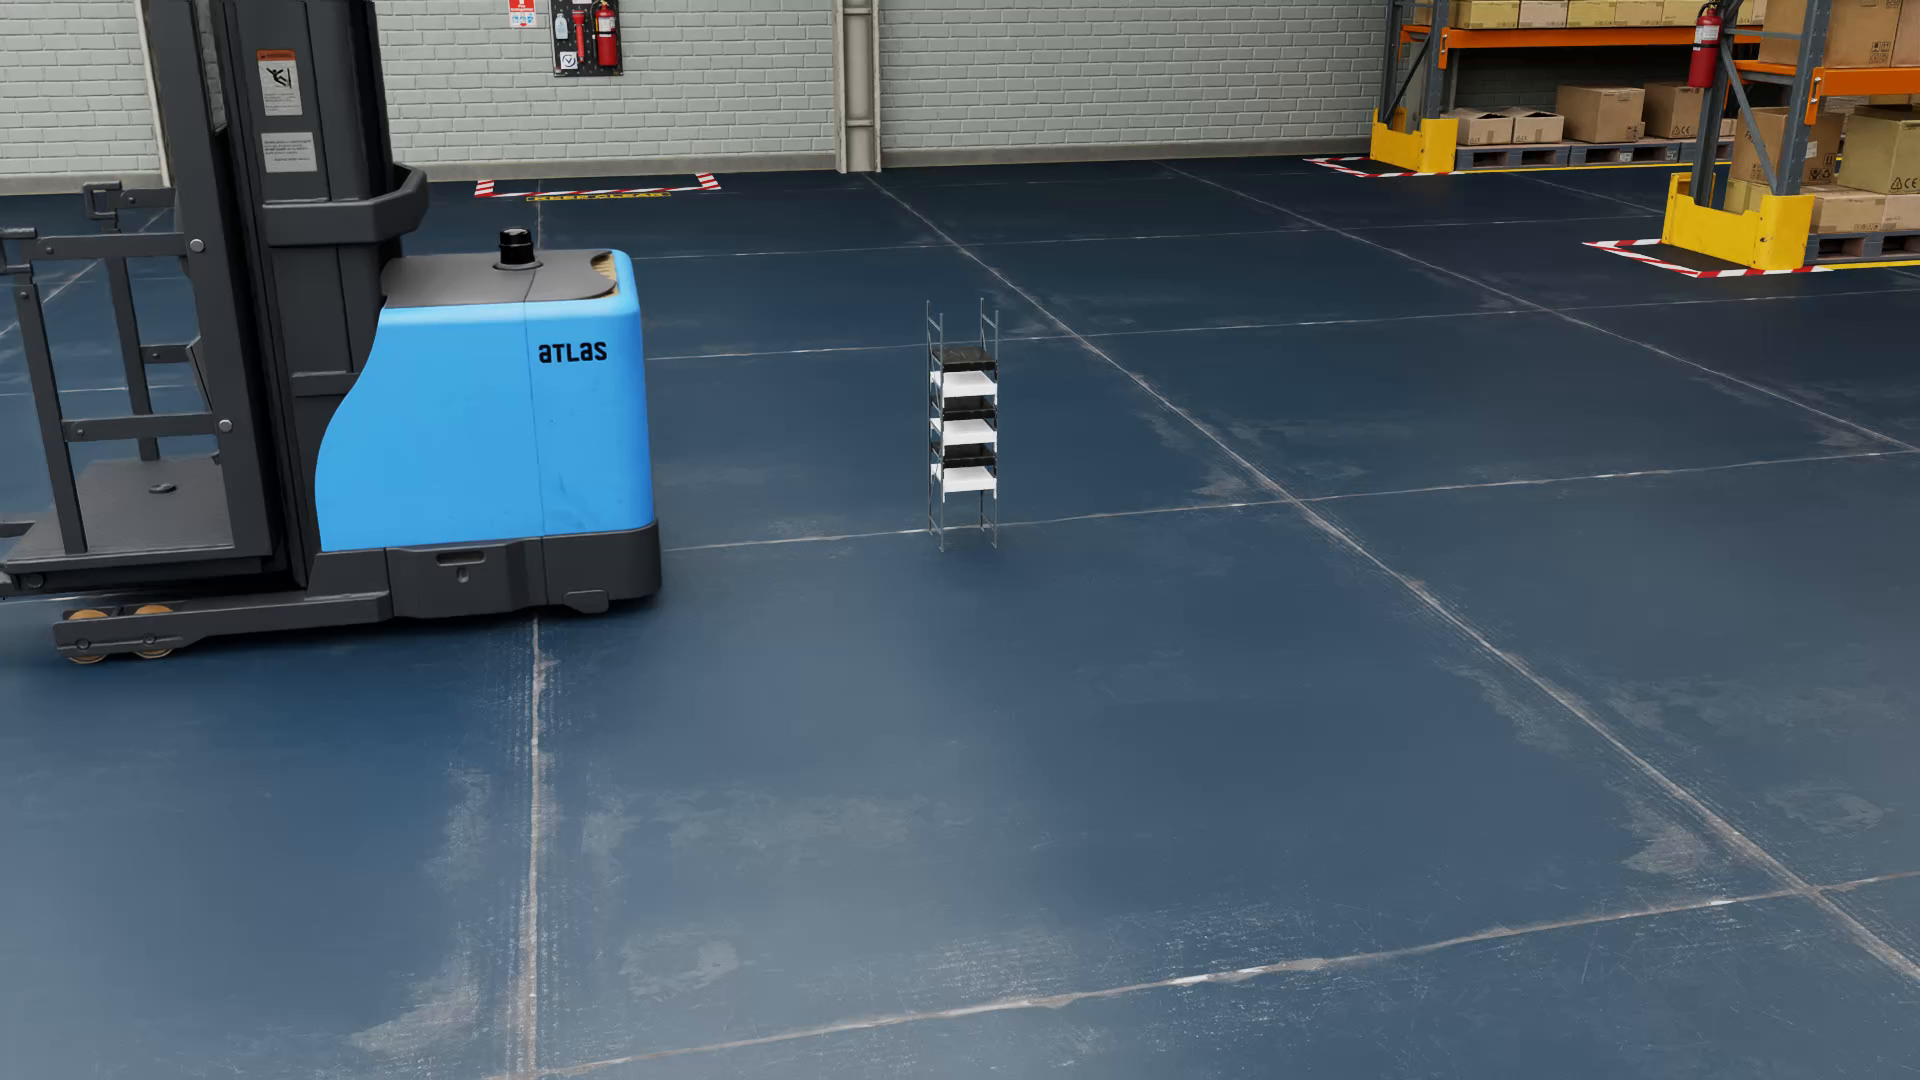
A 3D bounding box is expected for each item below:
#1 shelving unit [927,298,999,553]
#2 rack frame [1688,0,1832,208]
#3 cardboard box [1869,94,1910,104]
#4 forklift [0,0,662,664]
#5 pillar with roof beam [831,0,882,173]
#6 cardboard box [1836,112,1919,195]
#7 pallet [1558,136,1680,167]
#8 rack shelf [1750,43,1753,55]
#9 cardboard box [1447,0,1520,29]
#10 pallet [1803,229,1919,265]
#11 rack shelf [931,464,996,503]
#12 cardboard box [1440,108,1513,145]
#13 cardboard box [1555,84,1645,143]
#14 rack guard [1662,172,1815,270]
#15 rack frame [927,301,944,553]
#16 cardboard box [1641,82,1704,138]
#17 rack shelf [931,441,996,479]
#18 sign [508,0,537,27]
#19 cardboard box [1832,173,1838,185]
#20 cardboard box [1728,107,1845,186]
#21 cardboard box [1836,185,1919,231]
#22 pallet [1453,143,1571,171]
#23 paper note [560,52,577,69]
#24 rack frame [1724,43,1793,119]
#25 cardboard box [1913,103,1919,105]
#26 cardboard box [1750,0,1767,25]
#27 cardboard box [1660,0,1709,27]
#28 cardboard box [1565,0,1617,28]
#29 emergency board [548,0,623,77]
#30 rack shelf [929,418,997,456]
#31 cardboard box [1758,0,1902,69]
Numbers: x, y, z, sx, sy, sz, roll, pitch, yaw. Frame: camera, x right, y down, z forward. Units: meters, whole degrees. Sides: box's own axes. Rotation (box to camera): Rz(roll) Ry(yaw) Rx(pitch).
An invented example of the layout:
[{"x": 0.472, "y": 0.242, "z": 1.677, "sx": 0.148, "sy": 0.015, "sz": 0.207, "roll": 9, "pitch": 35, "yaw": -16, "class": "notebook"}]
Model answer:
[{"x": 0.008, "y": -0.423, "z": 6.162, "sx": 0.210, "sy": 0.900, "sz": 0.258, "roll": -5, "pitch": 21, "yaw": -12, "class": "shelving unit"}, {"x": 5.520, "y": -3.451, "z": 11.374, "sx": 0.127, "sy": 3.000, "sz": 1.000, "roll": -5, "pitch": 21, "yaw": -12, "class": "rack frame"}, {"x": 9.473, "y": -4.580, "z": 17.450, "sx": 0.500, "sy": 0.500, "sz": 0.700, "roll": -5, "pitch": 21, "yaw": -14, "class": "cardboard box"}, {"x": -2.588, "y": -1.185, "z": 5.287, "sx": 3.031, "sy": 2.935, "sz": 1.130, "roll": -4, "pitch": 21, "yaw": -12, "class": "forklift"}, {"x": 0.011, "y": -6.355, "z": 10.580, "sx": 0.400, "sy": 9.000, "sz": 9.100, "roll": -5, "pitch": 21, "yaw": -12, "class": "pillar with roof beam"}, {"x": 6.580, "y": -2.717, "z": 11.668, "sx": 0.500, "sy": 0.500, "sz": 0.500, "roll": -5, "pitch": 21, "yaw": -12, "class": "cardboard box"}, {"x": 6.434, "y": -3.953, "z": 16.800, "sx": 1.213, "sy": 0.211, "sz": 1.003, "roll": -5, "pitch": 21, "yaw": -12, "class": "pallet"}, {"x": 10.216, "y": -5.246, "z": 17.320, "sx": 4.000, "sy": 0.370, "sz": 1.077, "roll": -5, "pitch": 21, "yaw": -12, "class": "rack shelf"}, {"x": 4.925, "y": -4.980, "z": 15.738, "sx": 0.500, "sy": 0.250, "sz": 0.500, "roll": -5, "pitch": 21, "yaw": -14, "class": "cardboard box"}, {"x": 6.255, "y": -2.216, "z": 12.057, "sx": 1.213, "sy": 0.211, "sz": 1.003, "roll": -5, "pitch": 21, "yaw": -12, "class": "pallet"}, {"x": 0.008, "y": -0.223, "z": 6.235, "sx": 0.200, "sy": 0.077, "sz": 0.258, "roll": -5, "pitch": 21, "yaw": -12, "class": "rack shelf"}, {"x": 5.071, "y": -4.077, "z": 16.354, "sx": 0.500, "sy": 0.311, "sz": 0.500, "roll": -7, "pitch": 21, "yaw": -19, "class": "cardboard box"}, {"x": 6.351, "y": -4.253, "z": 16.558, "sx": 0.500, "sy": 0.500, "sz": 0.700, "roll": -6, "pitch": 21, "yaw": -16, "class": "cardboard box"}, {"x": 5.497, "y": -2.275, "z": 11.799, "sx": 0.348, "sy": 0.500, "sz": 1.175, "roll": -5, "pitch": 21, "yaw": -12, "class": "rack guard"}, {"x": -0.091, "y": -0.415, "z": 6.140, "sx": 0.006, "sy": 0.900, "sz": 0.240, "roll": -5, "pitch": 21, "yaw": -12, "class": "rack frame"}, {"x": 7.269, "y": -4.363, "z": 16.858, "sx": 0.500, "sy": 0.500, "sz": 0.500, "roll": -6, "pitch": 21, "yaw": -17, "class": "cardboard box"}, {"x": 0.008, "y": -0.307, "z": 6.204, "sx": 0.200, "sy": 0.077, "sz": 0.258, "roll": -5, "pitch": 21, "yaw": -12, "class": "rack shelf"}, {"x": -3.956, "y": -4.803, "z": 15.015, "sx": 0.234, "sy": 0.329, "sz": 0.001, "roll": -5, "pitch": 21, "yaw": -12, "class": "sign"}, {"x": 6.458, "y": -2.542, "z": 12.280, "sx": 0.500, "sy": 0.250, "sz": 0.500, "roll": -5, "pitch": 21, "yaw": -12, "class": "cardboard box"}, {"x": 5.974, "y": -2.851, "z": 12.034, "sx": 0.500, "sy": 0.500, "sz": 0.500, "roll": -5, "pitch": 21, "yaw": -12, "class": "cardboard box"}, {"x": 6.579, "y": -2.366, "z": 11.799, "sx": 0.500, "sy": 0.250, "sz": 0.500, "roll": -5, "pitch": 21, "yaw": -12, "class": "cardboard box"}, {"x": 5.249, "y": -3.858, "z": 16.539, "sx": 1.213, "sy": 0.211, "sz": 1.003, "roll": -5, "pitch": 21, "yaw": -12, "class": "pallet"}, {"x": -3.582, "y": -4.391, "z": 15.223, "sx": 0.142, "sy": 0.148, "sz": 0.016, "roll": -5, "pitch": 21, "yaw": -12, "class": "paper note"}, {"x": 8.269, "y": -5.425, "z": 16.764, "sx": 0.127, "sy": 3.000, "sz": 1.000, "roll": -5, "pitch": 21, "yaw": -12, "class": "rack frame"}, {"x": 7.430, "y": -2.974, "z": 12.370, "sx": 0.500, "sy": 0.500, "sz": 0.500, "roll": -5, "pitch": 21, "yaw": -12, "class": "cardboard box"}, {"x": 7.878, "y": -5.225, "z": 16.407, "sx": 0.500, "sy": 0.250, "sz": 0.500, "roll": -5, "pitch": 21, "yaw": -12, "class": "cardboard box"}, {"x": 6.906, "y": -5.144, "z": 16.184, "sx": 0.500, "sy": 0.250, "sz": 0.500, "roll": -5, "pitch": 21, "yaw": -13, "class": "cardboard box"}, {"x": 5.924, "y": -5.064, "z": 15.968, "sx": 0.500, "sy": 0.250, "sz": 0.500, "roll": -5, "pitch": 21, "yaw": -13, "class": "cardboard box"}, {"x": -3.394, "y": -4.796, "z": 15.046, "sx": 0.643, "sy": 1.169, "sz": 0.194, "roll": -5, "pitch": 21, "yaw": -12, "class": "emergency board"}, {"x": 0.008, "y": -0.392, "z": 6.173, "sx": 0.200, "sy": 0.077, "sz": 0.258, "roll": -5, "pitch": 21, "yaw": -12, "class": "rack shelf"}, {"x": 5.978, "y": -3.530, "z": 11.446, "sx": 0.500, "sy": 0.500, "sz": 0.700, "roll": -5, "pitch": 21, "yaw": -12, "class": "cardboard box"}]
